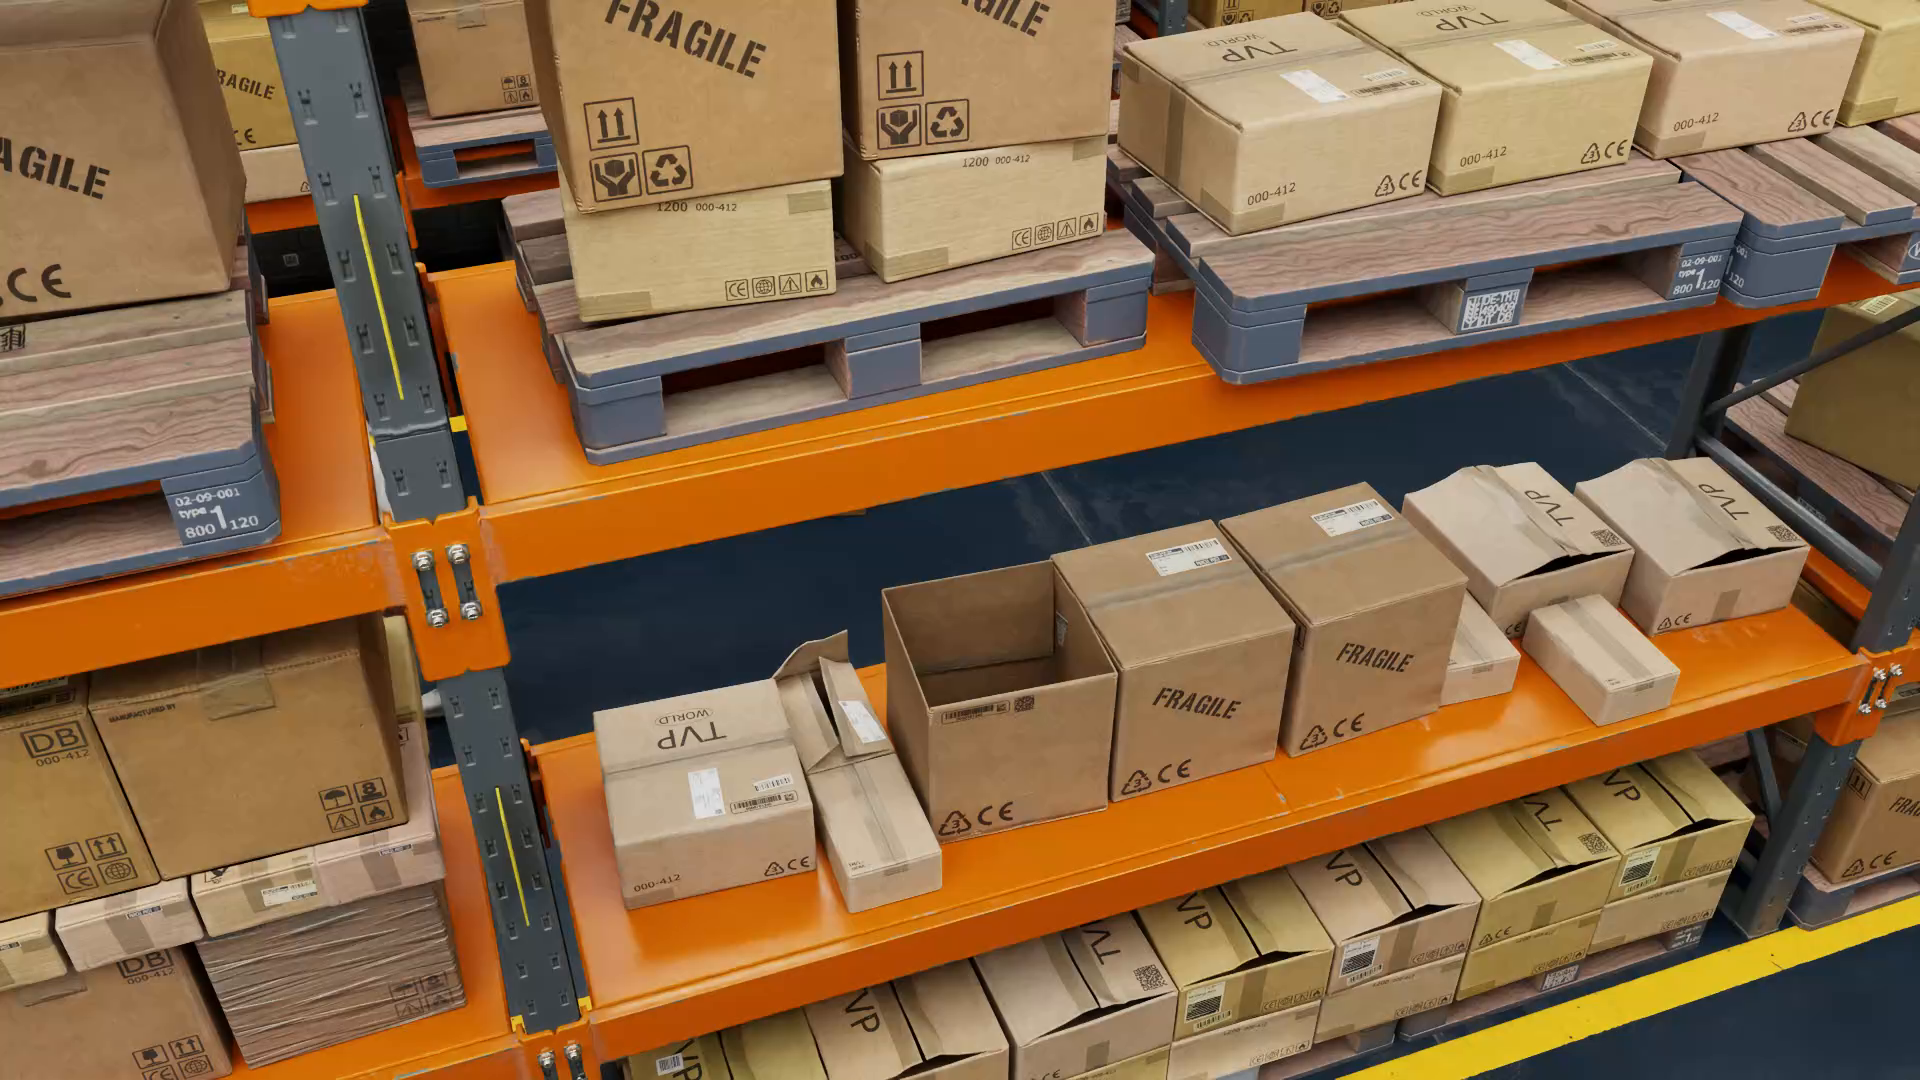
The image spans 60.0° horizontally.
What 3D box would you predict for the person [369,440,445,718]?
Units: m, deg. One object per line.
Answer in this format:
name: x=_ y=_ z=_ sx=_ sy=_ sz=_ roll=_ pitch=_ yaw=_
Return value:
person: x=-2.307 y=0.081 z=6.045 sx=1.047 sy=1.711 sz=0.623 roll=-15 pitch=40 yaw=-19
